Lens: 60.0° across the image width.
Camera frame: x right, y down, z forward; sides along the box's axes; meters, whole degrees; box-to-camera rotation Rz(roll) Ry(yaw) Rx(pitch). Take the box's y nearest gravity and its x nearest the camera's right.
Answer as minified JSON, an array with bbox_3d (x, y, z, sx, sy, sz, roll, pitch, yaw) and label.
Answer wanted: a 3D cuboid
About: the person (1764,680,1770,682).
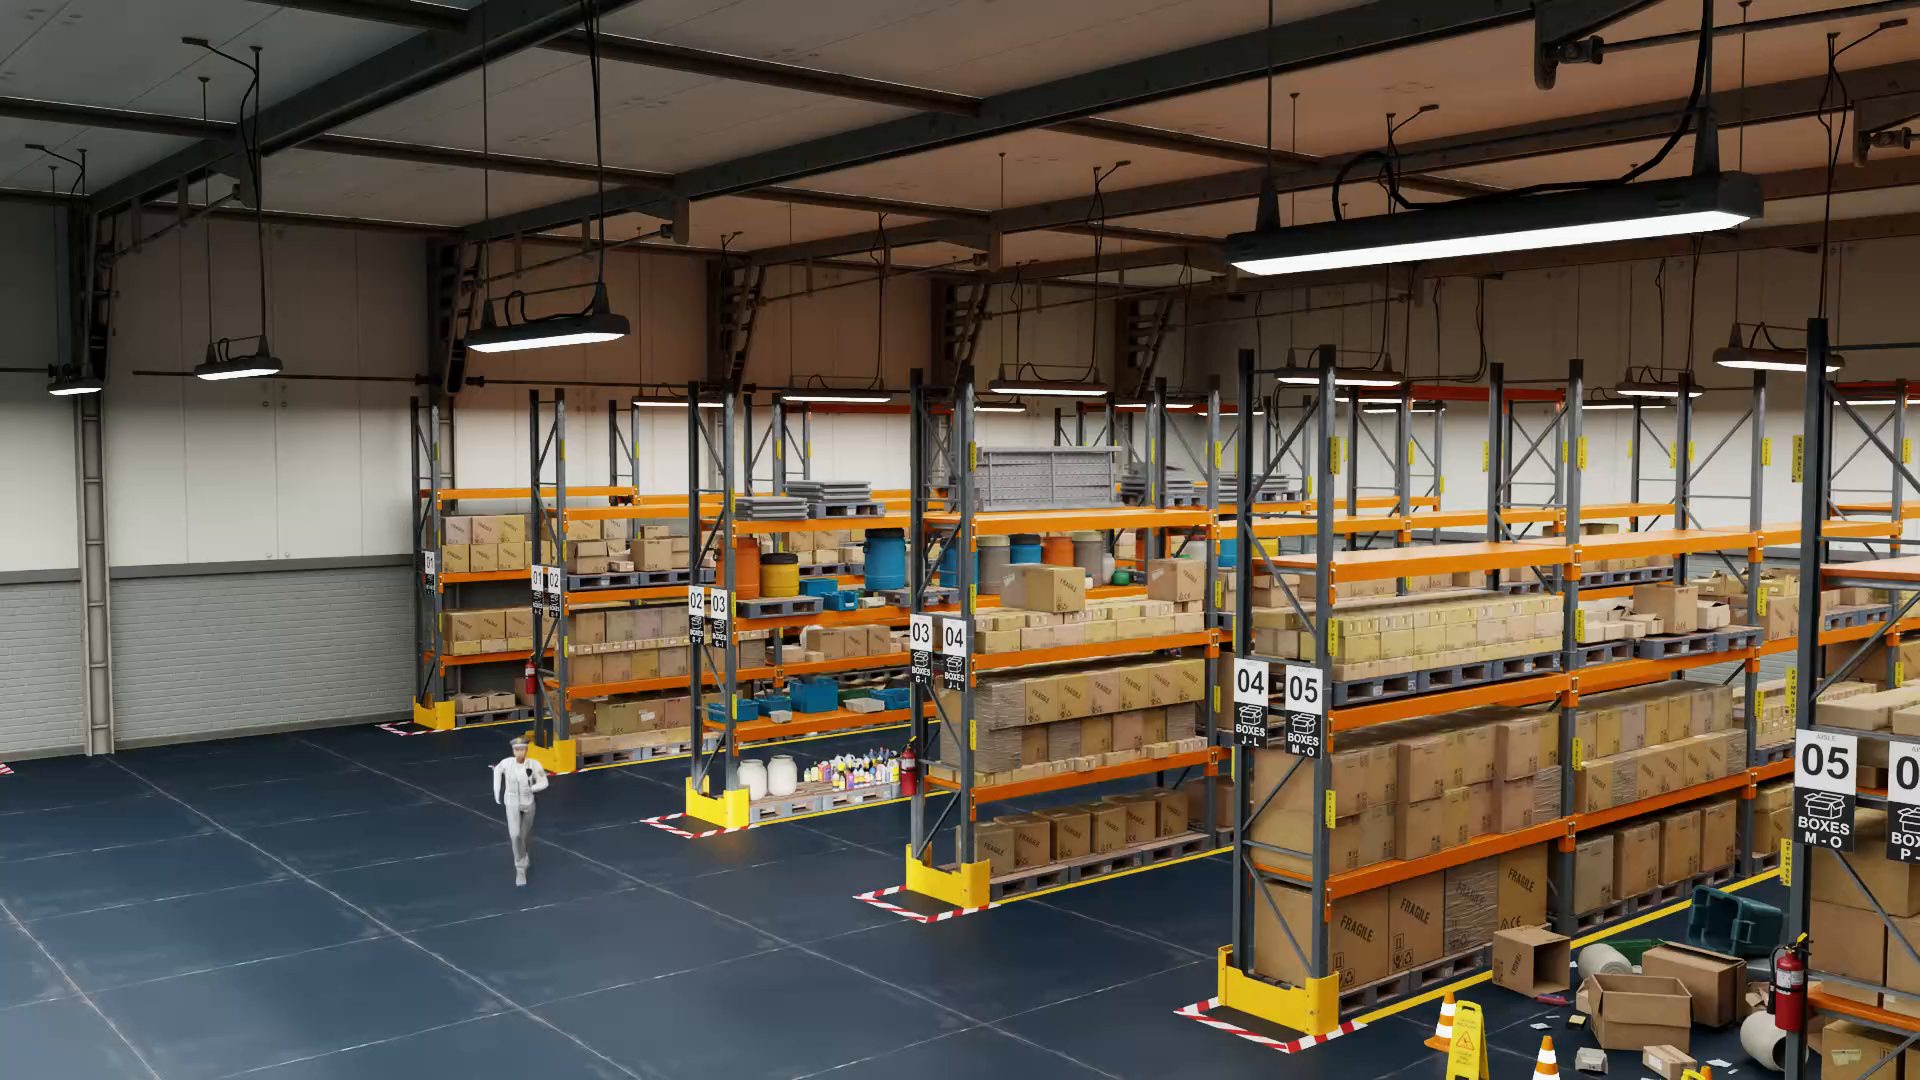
[{"bbox_3d":[12.030,2.904,24.657,0.836,1.693,0.626,-3,4,-41],"label":"person"}]

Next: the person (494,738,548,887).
[{"bbox_3d":[-5.198,3.166,19.705,0.635,1.731,0.897,-1,3,-12],"label":"person"}]

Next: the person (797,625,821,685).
[{"bbox_3d":[-2.868,2.200,31.846,0.508,1.628,0.616,-3,5,-42],"label":"person"}]
